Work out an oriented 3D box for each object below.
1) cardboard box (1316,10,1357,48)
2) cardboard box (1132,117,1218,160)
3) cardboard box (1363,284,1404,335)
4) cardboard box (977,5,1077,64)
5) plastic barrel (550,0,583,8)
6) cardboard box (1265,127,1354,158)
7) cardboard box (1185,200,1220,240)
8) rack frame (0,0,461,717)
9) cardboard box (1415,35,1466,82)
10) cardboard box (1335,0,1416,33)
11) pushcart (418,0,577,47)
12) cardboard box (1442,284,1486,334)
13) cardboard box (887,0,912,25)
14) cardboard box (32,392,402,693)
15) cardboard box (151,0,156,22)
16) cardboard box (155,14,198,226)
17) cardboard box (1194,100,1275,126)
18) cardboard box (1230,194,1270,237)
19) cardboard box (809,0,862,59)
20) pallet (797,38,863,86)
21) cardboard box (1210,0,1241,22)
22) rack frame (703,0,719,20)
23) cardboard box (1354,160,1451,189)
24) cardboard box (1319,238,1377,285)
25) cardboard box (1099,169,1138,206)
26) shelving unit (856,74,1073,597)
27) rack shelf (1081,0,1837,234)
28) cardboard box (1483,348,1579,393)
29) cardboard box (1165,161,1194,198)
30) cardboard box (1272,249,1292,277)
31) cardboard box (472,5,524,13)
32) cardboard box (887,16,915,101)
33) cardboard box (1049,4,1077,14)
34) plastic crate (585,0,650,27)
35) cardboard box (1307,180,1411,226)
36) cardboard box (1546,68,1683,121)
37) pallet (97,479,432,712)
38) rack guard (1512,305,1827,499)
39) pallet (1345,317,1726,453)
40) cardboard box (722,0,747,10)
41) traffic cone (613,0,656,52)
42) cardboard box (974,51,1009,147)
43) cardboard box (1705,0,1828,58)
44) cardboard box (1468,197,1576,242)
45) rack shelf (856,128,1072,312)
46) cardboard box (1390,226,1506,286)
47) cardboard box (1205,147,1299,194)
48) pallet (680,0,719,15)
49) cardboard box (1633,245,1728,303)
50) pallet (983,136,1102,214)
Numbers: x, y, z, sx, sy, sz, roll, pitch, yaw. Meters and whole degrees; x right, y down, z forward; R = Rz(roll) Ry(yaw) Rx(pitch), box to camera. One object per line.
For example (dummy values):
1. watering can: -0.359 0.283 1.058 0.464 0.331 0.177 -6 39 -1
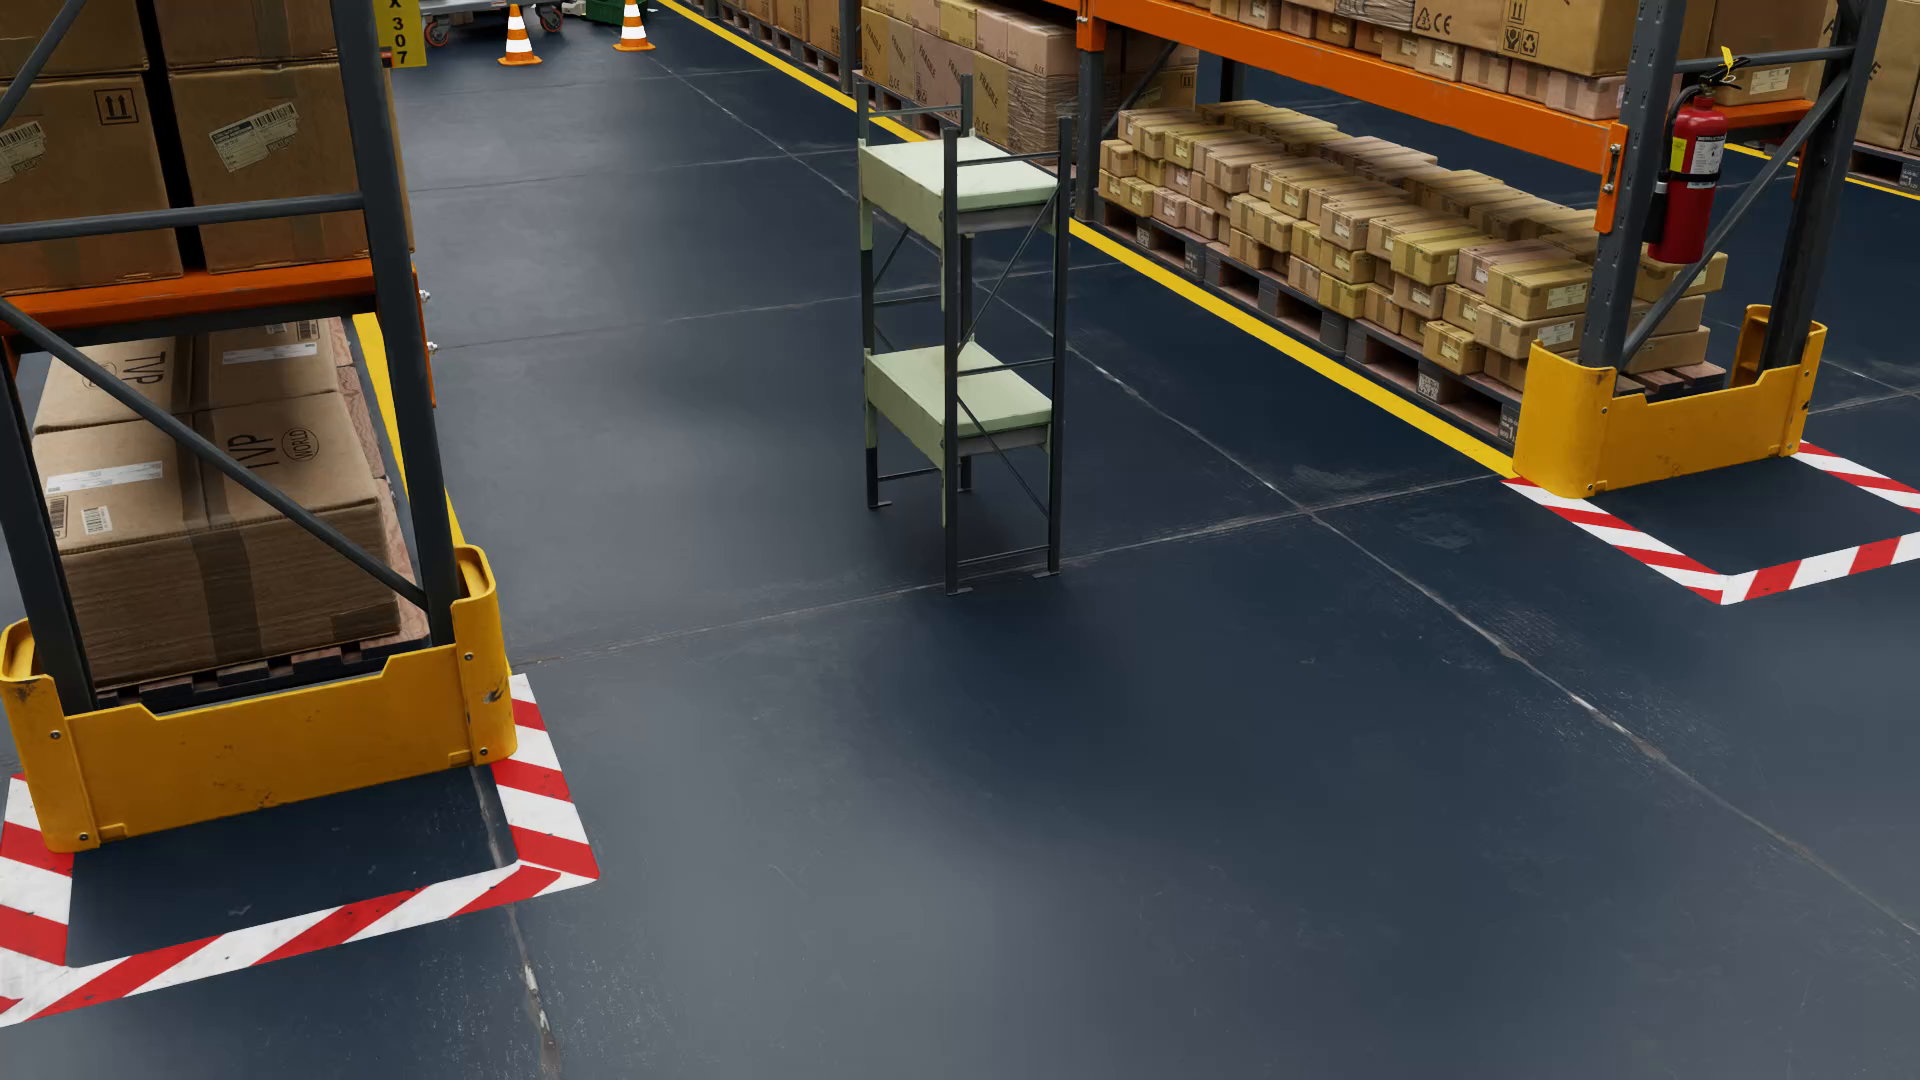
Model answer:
1. cardboard box: 1.773 -2.236 7.198 0.380 0.149 0.250 -10 28 -20
2. cardboard box: 1.134 -2.120 8.767 0.380 0.149 0.250 -9 27 -18
3. cardboard box: 1.978 -1.016 7.183 0.380 0.149 0.250 -10 28 -20
4. cardboard box: 0.423 -3.111 10.218 0.500 0.250 0.500 -9 28 -18
5. plastic barrel: -3.852 -5.508 16.548 0.512 0.421 0.421 8 27 15
6. cardboard box: 1.786 -2.004 8.528 0.380 0.149 0.250 -10 28 -19
7. cardboard box: 1.378 -1.654 8.490 0.380 0.149 0.250 -11 28 -22
8. rack frame: -1.812 -0.735 3.837 1.000 3.000 0.127 -11 28 -21
9. cardboard box: 2.019 -1.901 6.512 0.380 0.149 0.250 -10 28 -19
10. cardboard box: 1.886 -2.354 6.700 0.500 0.500 0.500 -10 28 -20
11. pushcart: -4.433 -4.813 15.178 1.648 0.377 0.936 -22 34 -38
12. cardboard box: 2.181 -0.947 6.702 0.380 0.149 0.250 -11 28 -22
13. cardboard box: -0.184 -3.734 11.495 0.500 0.250 0.500 -11 28 -21
14. cardboard box: -2.162 -0.022 4.818 0.875 0.438 0.875 -12 28 -22
15. cardboard box: -2.638 -1.341 4.963 0.500 0.500 0.500 -10 28 -19
16. cardboard box: -1.959 -1.223 4.722 0.500 0.500 0.500 -11 28 -21
17. cardboard box: 1.516 -2.318 9.170 0.380 0.149 0.250 -10 28 -19
18. cardboard box: 1.524 -1.565 7.969 0.380 0.149 0.250 -11 28 -21
19. cardboard box: -0.586 -4.295 13.214 1.050 0.750 0.750 -11 28 -21
20. pallet: -0.669 -3.934 13.568 1.003 0.211 1.213 -11 28 -21
21. cardboard box: 1.408 -2.544 7.828 0.380 0.149 0.250 -10 28 -20
22. rack frame: -1.996 -6.471 15.585 1.000 3.000 0.127 -11 28 -21
23. cardboard box: 2.090 -1.684 7.874 0.380 0.149 0.250 -11 28 -20
24. cardboard box: 1.814 -1.248 7.320 0.380 0.149 0.250 -10 28 -20
25. cardboard box: 0.984 -1.947 9.089 0.380 0.149 0.250 -12 28 -23
26. shelving unit: -0.003 -0.677 5.426 0.431 1.500 0.755 -11 28 -21
27. rack shelf: 1.920 -2.111 7.474 1.077 0.370 4.000 -11 28 -21
28. cardboard box: 2.305 -0.711 6.558 0.380 0.149 0.250 -10 28 -20
29. cardboard box: 1.294 -1.903 8.659 0.380 0.149 0.250 -11 28 -21
30. cardboard box: 1.702 -1.337 7.841 0.380 0.149 0.250 -10 28 -19
31. cardboard box: -4.687 -5.484 16.253 0.797 0.637 0.503 -11 28 -21
32. cardboard box: -0.187 -3.390 11.645 0.500 0.500 0.500 -10 28 -20
33. cardboard box: 0.880 -3.202 10.405 0.500 0.250 0.500 -10 28 -19
34. plastic crate: -3.270 -5.078 15.872 0.450 0.188 0.662 12 27 2
35. cardboard box: 1.798 -1.506 7.507 0.380 0.149 0.250 -12 28 -22
36. cardboard box: 2.315 -1.597 5.888 0.380 0.149 0.250 -11 28 -21
37. pallet: -2.197 0.208 5.083 1.003 0.211 1.213 -11 28 -21
38. rack guard: 2.673 -0.534 6.274 1.175 0.500 0.348 -11 28 -21
39. pallet: 2.388 -0.738 7.022 1.003 0.211 1.213 -11 28 -21
40. cardboard box: -1.670 -5.414 15.505 1.050 0.750 0.750 -11 28 -21
41. traffic cone: -2.861 -4.530 14.501 0.336 0.463 0.334 -11 28 -21
42. cardboard box: 0.414 -2.770 10.374 0.500 0.500 0.500 -11 28 -22
43. cardboard box: 2.782 -2.034 6.044 0.500 0.500 0.500 -9 28 -18
44. cardboard box: 2.438 -1.372 7.233 0.380 0.149 0.250 -12 28 -23
45. rack shelf: -0.003 -1.027 5.255 0.431 0.370 0.720 -11 28 -21
46. cardboard box: 1.999 -1.166 6.812 0.380 0.149 0.250 -11 28 -22
47. cardboard box: 1.426 -1.809 8.128 0.380 0.149 0.250 -10 28 -19
48. pallet: -2.222 -5.538 16.853 1.003 0.211 1.213 -11 28 -21
49. cardboard box: 2.811 -1.072 6.618 0.380 0.149 0.250 -12 28 -23
50. pallet: 0.830 -2.302 10.225 1.003 0.211 1.213 -11 28 -21
